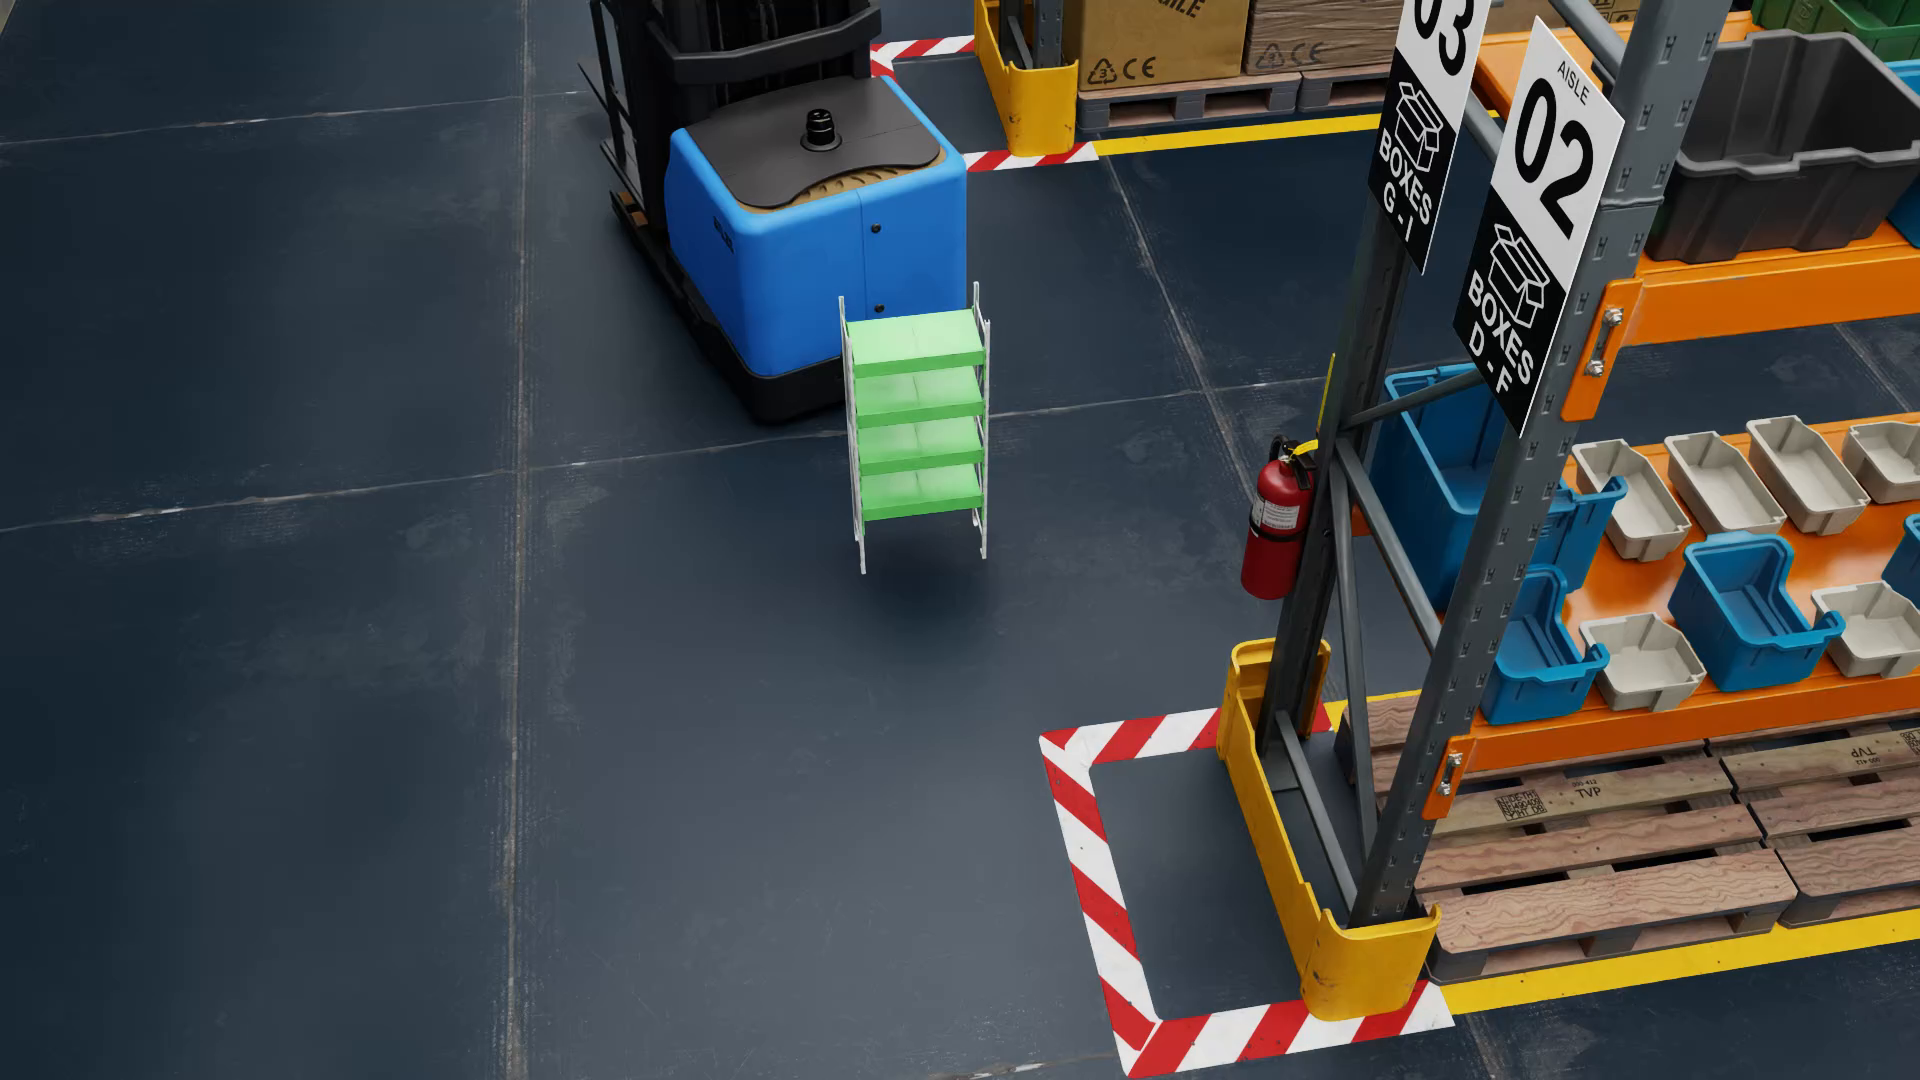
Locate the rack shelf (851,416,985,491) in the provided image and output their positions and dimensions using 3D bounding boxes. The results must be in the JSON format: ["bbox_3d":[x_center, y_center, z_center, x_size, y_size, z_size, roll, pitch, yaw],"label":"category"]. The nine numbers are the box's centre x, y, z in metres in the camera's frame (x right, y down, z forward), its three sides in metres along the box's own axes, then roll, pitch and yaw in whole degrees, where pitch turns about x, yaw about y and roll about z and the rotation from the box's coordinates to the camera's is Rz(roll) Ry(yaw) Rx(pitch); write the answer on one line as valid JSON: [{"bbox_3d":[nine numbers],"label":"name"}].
[{"bbox_3d":[-0.163,-0.352,6.344,0.480,0.148,0.258,-7,46,-7],"label":"rack shelf"}]

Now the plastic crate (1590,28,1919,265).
[{"bbox_3d":[1.634,-0.798,3.444,0.590,0.269,0.497,-7,46,-7],"label":"plastic crate"}]

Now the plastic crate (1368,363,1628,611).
[{"bbox_3d":[1.505,-0.160,4.755,0.499,0.435,0.616,-7,46,-7],"label":"plastic crate"}]

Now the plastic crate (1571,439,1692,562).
[{"bbox_3d":[1.980,-0.111,4.915,0.243,0.136,0.396,-7,46,-7],"label":"plastic crate"}]

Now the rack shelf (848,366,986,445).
[{"bbox_3d":[-0.163,-0.518,6.172,0.480,0.148,0.258,-7,46,-7],"label":"rack shelf"}]

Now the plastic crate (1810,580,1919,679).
[{"bbox_3d":[2.505,0.257,4.561,0.298,0.136,0.250,-7,46,-7],"label":"plastic crate"}]

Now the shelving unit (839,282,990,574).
[{"bbox_3d":[-0.163,-0.396,6.298,0.503,1.200,0.258,-7,46,-7],"label":"shelving unit"}]

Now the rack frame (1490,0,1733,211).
[{"bbox_3d":[1.207,-2.035,2.461,0.127,3.000,1.000,-7,46,-7],"label":"rack frame"}]

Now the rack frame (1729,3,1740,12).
[{"bbox_3d":[4.304,-3.959,8.481,0.127,3.000,1.000,-7,46,-7],"label":"rack frame"}]

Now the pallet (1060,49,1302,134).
[{"bbox_3d":[1.137,-2.654,9.160,1.213,0.211,1.003,-7,46,-7],"label":"pallet"}]

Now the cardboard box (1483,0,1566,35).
[{"bbox_3d":[2.753,-3.233,8.965,0.875,0.875,0.875,-7,46,-7],"label":"cardboard box"}]

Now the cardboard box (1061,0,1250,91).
[{"bbox_3d":[0.980,-3.011,8.752,0.875,0.875,0.875,-7,46,-7],"label":"cardboard box"}]

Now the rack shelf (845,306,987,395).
[{"bbox_3d":[-0.163,-0.685,5.999,0.480,0.148,0.258,-7,46,-7],"label":"rack shelf"}]

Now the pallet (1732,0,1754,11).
[{"bbox_3d":[5.051,-3.140,9.628,1.213,0.211,1.003,-7,46,-7],"label":"pallet"}]

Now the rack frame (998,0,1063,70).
[{"bbox_3d":[0.363,-3.468,8.008,0.127,3.000,1.000,-7,46,-7],"label":"rack frame"}]

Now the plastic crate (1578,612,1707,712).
[{"bbox_3d":[1.837,0.340,4.481,0.298,0.136,0.250,-7,46,-7],"label":"plastic crate"}]

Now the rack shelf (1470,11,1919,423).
[{"bbox_3d":[3.178,-0.990,4.037,4.000,0.370,1.077,-7,46,-7],"label":"rack shelf"}]

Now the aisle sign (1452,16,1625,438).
[{"bbox_3d":[1.187,-0.635,3.474,0.004,0.787,0.394,-7,46,-7],"label":"aisle sign"}]

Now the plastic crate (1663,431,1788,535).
[{"bbox_3d":[2.268,-0.136,4.940,0.243,0.136,0.396,-7,46,-7],"label":"plastic crate"}]

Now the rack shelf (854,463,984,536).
[{"bbox_3d":[-0.163,-0.185,6.517,0.480,0.148,0.258,-7,46,-7],"label":"rack shelf"}]

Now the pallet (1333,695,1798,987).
[{"bbox_3d":[2.026,0.941,5.697,1.213,0.211,1.003,-7,46,-7],"label":"pallet"}]

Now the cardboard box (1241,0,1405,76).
[{"bbox_3d":[1.876,-3.123,8.860,0.875,0.875,0.875,-7,46,-7],"label":"cardboard box"}]

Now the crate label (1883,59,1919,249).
[{"bbox_3d":[2.171,-0.826,3.483,0.502,0.251,0.408,-7,46,-7],"label":"crate label"}]

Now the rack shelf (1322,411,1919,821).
[{"bbox_3d":[3.178,0.051,5.118,4.000,0.370,1.077,-7,46,-7],"label":"rack shelf"}]

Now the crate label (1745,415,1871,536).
[{"bbox_3d":[2.538,-0.188,4.990,0.243,0.136,0.396,-7,46,-7],"label":"crate label"}]

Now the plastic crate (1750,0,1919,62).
[{"bbox_3d":[2.130,-1.244,3.930,0.336,0.188,0.450,-7,46,-7],"label":"plastic crate"}]

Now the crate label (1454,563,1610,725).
[{"bbox_3d":[1.507,0.287,4.465,0.303,0.233,0.416,-7,46,-7],"label":"crate label"}]

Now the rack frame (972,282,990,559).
[{"bbox_3d":[0.077,-0.426,6.327,0.015,1.200,0.240,-7,46,-7],"label":"rack frame"}]

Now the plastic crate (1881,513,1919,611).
[{"bbox_3d":[2.804,0.126,4.620,0.300,0.233,0.416,-7,46,-7],"label":"plastic crate"}]

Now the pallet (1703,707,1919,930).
[{"bbox_3d":[3.226,0.793,5.839,1.213,0.211,1.003,-7,46,-7],"label":"pallet"}]

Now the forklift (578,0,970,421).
[{"bbox_3d":[-1.071,-2.594,7.214,1.130,2.935,3.031,-20,49,-18],"label":"forklift"}]

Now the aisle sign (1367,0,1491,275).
[{"bbox_3d":[1.086,-1.054,3.877,0.004,0.787,0.394,-7,46,-7],"label":"aisle sign"}]

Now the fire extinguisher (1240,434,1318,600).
[{"bbox_3d":[0.981,-0.101,5.077,0.183,0.674,0.296,-7,46,-7],"label":"fire extinguisher"}]

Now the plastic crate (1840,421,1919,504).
[{"bbox_3d":[2.827,-0.237,5.037,0.250,0.136,0.298,-7,46,-7],"label":"plastic crate"}]

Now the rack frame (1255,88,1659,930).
[{"bbox_3d":[1.207,0.047,4.622,0.127,3.000,1.000,-7,46,-7],"label":"rack frame"}]

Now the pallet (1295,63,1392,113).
[{"bbox_3d":[2.337,-2.801,9.302,1.213,0.211,1.003,-7,46,-7],"label":"pallet"}]

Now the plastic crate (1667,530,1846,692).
[{"bbox_3d":[2.155,0.207,4.543,0.300,0.233,0.416,-7,46,-7],"label":"plastic crate"}]

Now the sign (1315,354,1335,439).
[{"bbox_3d":[1.097,-0.398,4.937,0.005,0.325,0.100,-7,46,-7],"label":"sign"}]

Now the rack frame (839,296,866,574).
[{"bbox_3d":[-0.404,-0.366,6.269,0.015,1.200,0.240,-7,46,-7],"label":"rack frame"}]

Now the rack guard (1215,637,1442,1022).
[{"bbox_3d":[1.186,0.926,5.510,0.348,0.500,1.175,-7,46,-7],"label":"rack guard"}]

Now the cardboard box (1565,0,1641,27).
[{"bbox_3d":[3.640,-3.343,9.072,0.875,0.875,0.875,-7,46,-7],"label":"cardboard box"}]

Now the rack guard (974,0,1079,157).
[{"bbox_3d":[0.339,-2.597,8.905,0.348,0.500,1.175,-7,46,-7],"label":"rack guard"}]
